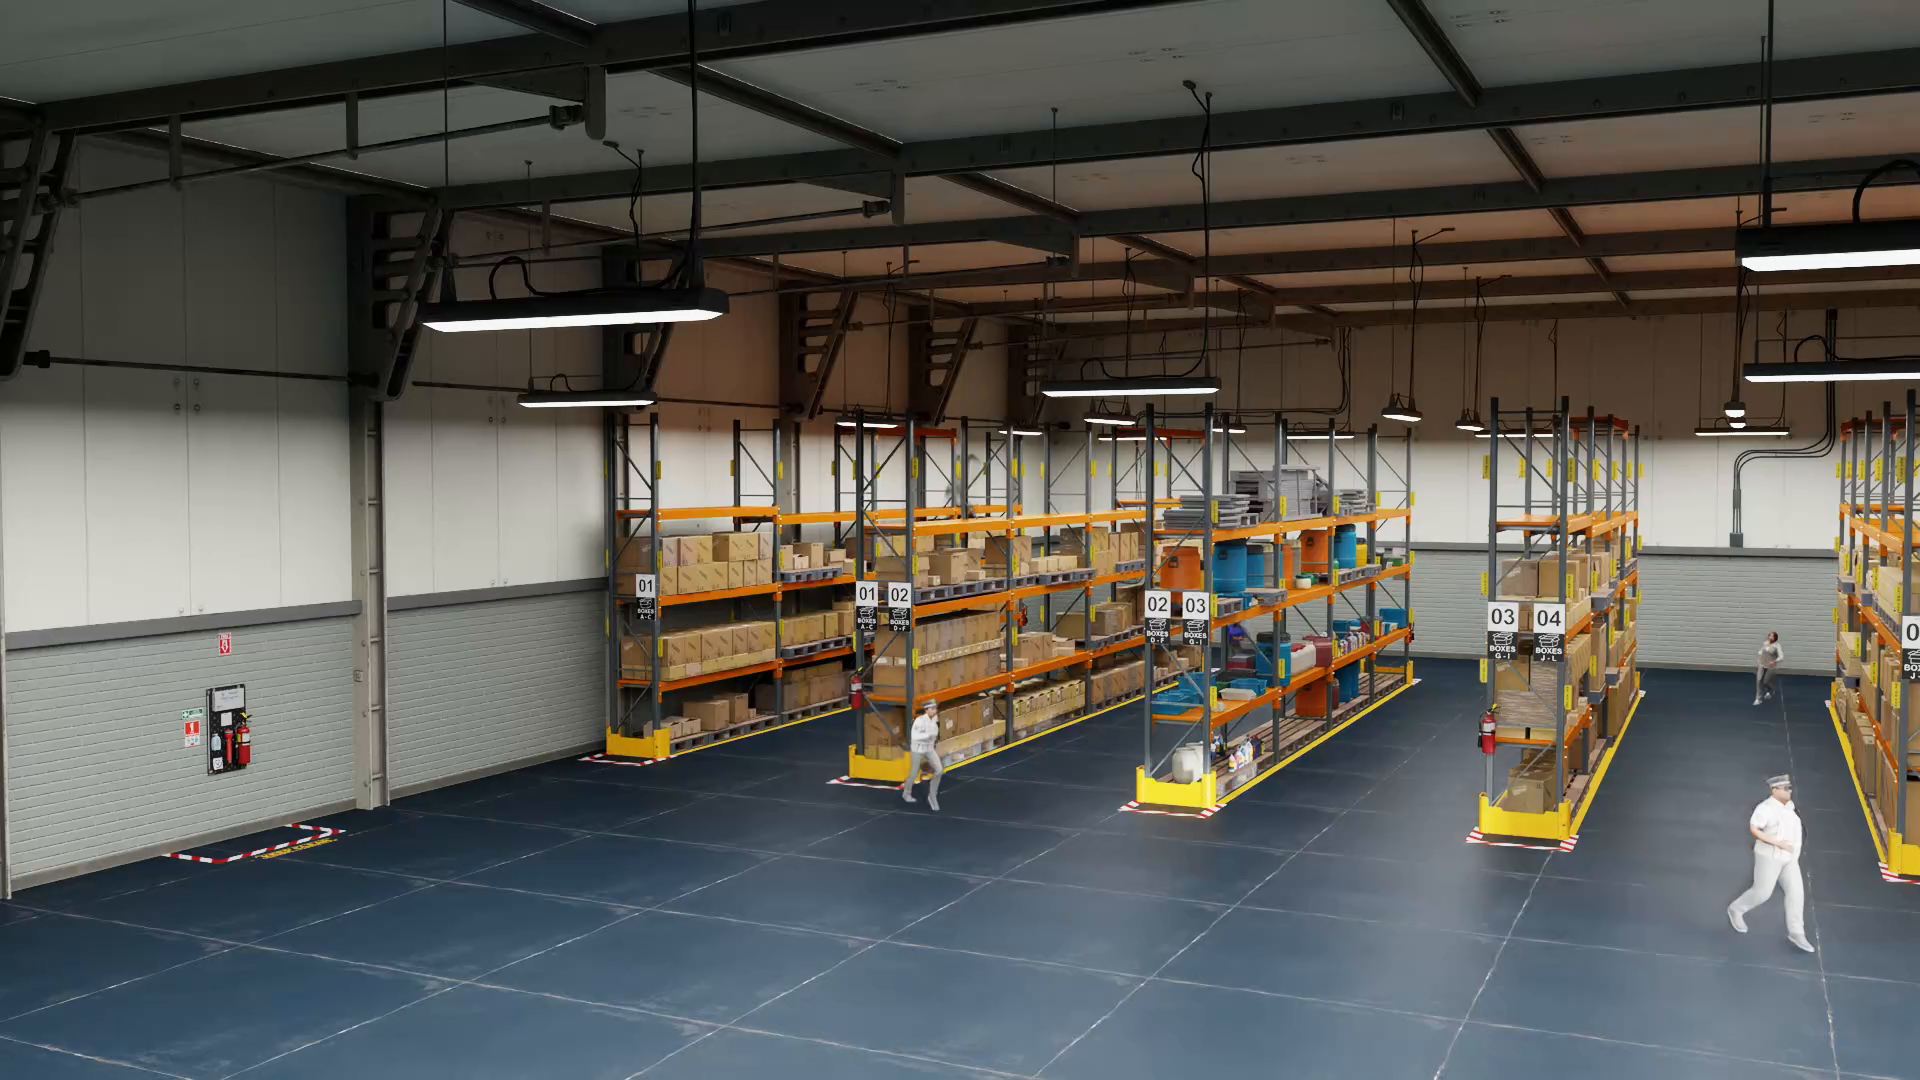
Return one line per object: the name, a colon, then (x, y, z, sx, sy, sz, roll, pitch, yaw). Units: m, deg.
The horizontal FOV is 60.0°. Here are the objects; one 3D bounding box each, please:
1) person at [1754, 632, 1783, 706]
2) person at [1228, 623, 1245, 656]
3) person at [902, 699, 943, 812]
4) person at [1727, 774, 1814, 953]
person: (17.251, 2.739, 35.484, 0.701, 1.578, 0.572, -2, 3, -36)
person: (6.386, 2.539, 38.914, 0.606, 1.616, 0.783, 1, 3, 22)
person: (-0.559, 3.144, 24.518, 0.604, 1.677, 0.900, -2, 3, -36)
person: (8.673, 3.368, 17.631, 0.703, 1.781, 0.994, -1, 3, -23)
